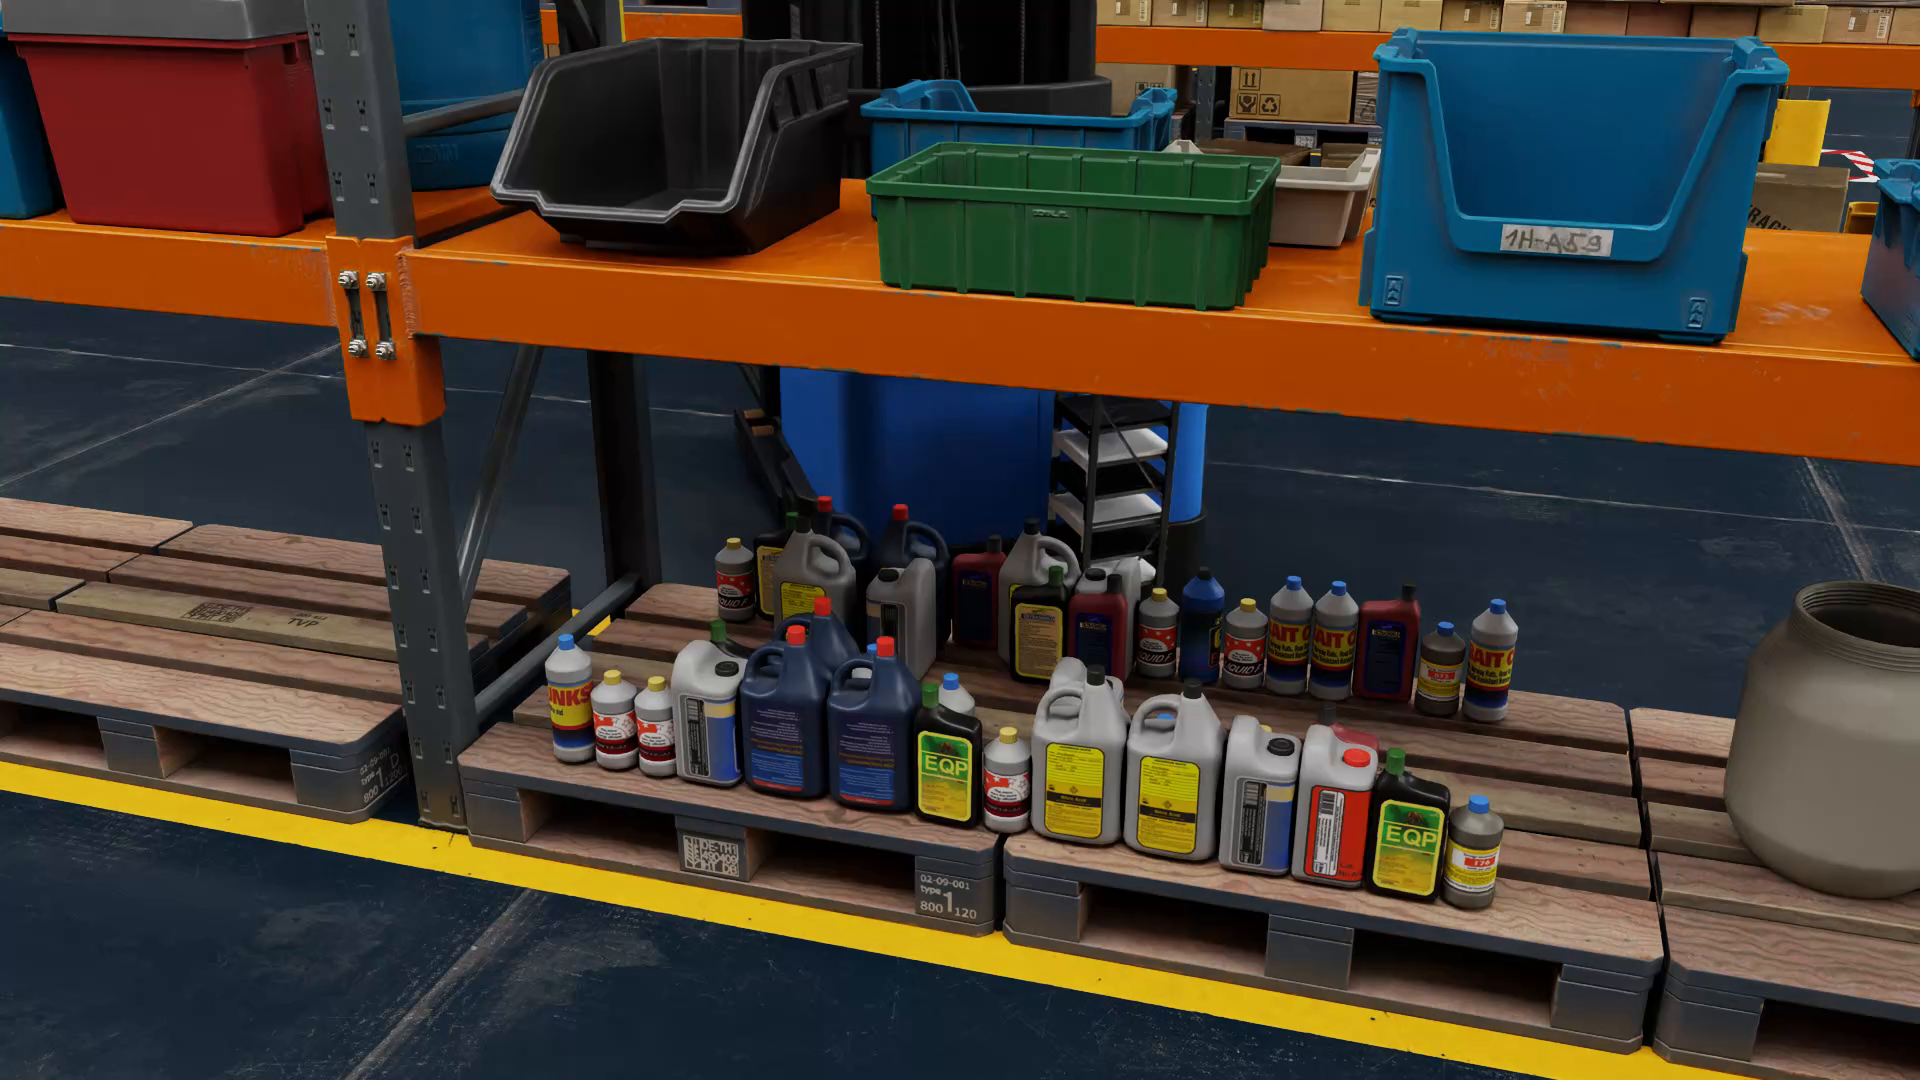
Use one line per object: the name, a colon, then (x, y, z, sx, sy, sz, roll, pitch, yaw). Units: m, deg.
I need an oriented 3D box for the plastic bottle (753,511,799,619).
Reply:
plastic bottle: (-0.448, 0.062, 4.166, 0.133, 0.283, 0.061, 8, 24, 18)

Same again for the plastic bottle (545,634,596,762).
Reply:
plastic bottle: (-0.825, 0.329, 3.531, 0.097, 0.271, 0.097, 0, 22, 0)

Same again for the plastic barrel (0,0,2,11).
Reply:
plastic barrel: (-2.558, -1.252, 4.190, 0.433, 0.535, 0.433, 0, 22, 0)

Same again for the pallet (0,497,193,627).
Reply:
pallet: (-2.938, 0.161, 4.599, 1.213, 0.211, 1.003, 7, 23, 16)

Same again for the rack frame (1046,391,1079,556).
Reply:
rack frame: (0.344, -0.136, 4.374, 0.240, 0.900, 0.006, -9, 29, -21)

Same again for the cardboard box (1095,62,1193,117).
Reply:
cardboard box: (1.336, -3.703, 12.757, 0.750, 0.750, 1.050, 6, 23, 15)

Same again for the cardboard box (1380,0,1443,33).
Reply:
cardboard box: (1.986, -2.315, 7.292, 0.250, 0.149, 0.380, 7, 23, 16)

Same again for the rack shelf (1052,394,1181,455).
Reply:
rack shelf: (0.391, -0.304, 4.185, 0.258, 0.077, 0.200, -9, 29, -21)

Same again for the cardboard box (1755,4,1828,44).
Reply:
cardboard box: (3.431, -2.161, 6.918, 0.250, 0.149, 0.380, 7, 23, 16)

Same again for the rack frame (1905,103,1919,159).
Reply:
rack frame: (4.257, -2.285, 6.888, 0.127, 3.000, 1.000, 7, 23, 16)

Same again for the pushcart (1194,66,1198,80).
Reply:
pushcart: (2.679, -4.277, 15.200, 0.936, 0.377, 1.648, -1, 22, -3)

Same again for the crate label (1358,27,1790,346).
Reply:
crate label: (0.986, -0.605, 2.747, 0.616, 0.435, 0.502, 7, 23, 16)

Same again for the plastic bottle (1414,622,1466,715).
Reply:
plastic bottle: (1.081, 0.282, 3.737, 0.097, 0.201, 0.097, 0, 22, 0)

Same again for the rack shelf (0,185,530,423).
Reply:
rack shelf: (-2.918, -0.810, 4.241, 4.000, 0.370, 1.077, 7, 23, 16)

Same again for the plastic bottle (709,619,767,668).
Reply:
plastic bottle: (-0.477, 0.310, 3.561, 0.133, 0.283, 0.061, 7, 23, 16)

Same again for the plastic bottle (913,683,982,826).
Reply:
plastic bottle: (-0.024, 0.422, 3.287, 0.133, 0.283, 0.061, 8, 23, 18)

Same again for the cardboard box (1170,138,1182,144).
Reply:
cardboard box: (0.799, -1.703, 8.210, 0.500, 0.500, 0.500, 6, 23, 14)

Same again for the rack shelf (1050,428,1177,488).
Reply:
rack shelf: (0.388, -0.224, 4.225, 0.258, 0.077, 0.200, -9, 29, -21)

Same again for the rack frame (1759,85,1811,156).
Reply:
rack frame: (5.786, -4.076, 11.255, 0.127, 3.000, 1.000, 7, 23, 16)

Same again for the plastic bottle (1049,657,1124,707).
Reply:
plastic bottle: (0.256, 0.383, 3.394, 0.135, 0.276, 0.152, 7, 23, 16)

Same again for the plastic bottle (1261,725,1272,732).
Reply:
plastic bottle: (0.593, 0.463, 3.295, 0.097, 0.201, 0.097, 0, 22, 0)

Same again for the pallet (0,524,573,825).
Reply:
pallet: (-1.767, 0.294, 4.275, 1.213, 0.211, 1.003, 7, 23, 16)

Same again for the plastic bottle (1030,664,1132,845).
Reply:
plastic bottle: (0.237, 0.405, 3.242, 0.185, 0.351, 0.144, 6, 23, 15)

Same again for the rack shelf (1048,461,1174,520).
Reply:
rack shelf: (0.385, -0.144, 4.266, 0.258, 0.077, 0.200, -9, 29, -21)

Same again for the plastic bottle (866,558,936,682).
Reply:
plastic bottle: (-0.139, 0.176, 3.898, 0.135, 0.276, 0.152, 7, 23, 16)

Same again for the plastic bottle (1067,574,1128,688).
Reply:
plastic bottle: (0.314, 0.209, 3.806, 0.133, 0.283, 0.061, 7, 23, 16)

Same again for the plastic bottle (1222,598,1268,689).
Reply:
plastic bottle: (0.662, 0.234, 3.854, 0.097, 0.201, 0.097, 0, 22, 0)

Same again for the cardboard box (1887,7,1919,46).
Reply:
cardboard box: (3.924, -2.125, 6.829, 0.250, 0.149, 0.380, 7, 23, 16)

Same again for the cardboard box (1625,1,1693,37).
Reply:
cardboard box: (2.969, -2.237, 7.102, 0.250, 0.149, 0.380, 7, 23, 16)

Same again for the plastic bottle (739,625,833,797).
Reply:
plastic bottle: (-0.351, 0.337, 3.406, 0.185, 0.351, 0.144, 7, 23, 17)

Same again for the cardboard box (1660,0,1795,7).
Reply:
cardboard box: (3.225, -2.550, 7.012, 0.500, 0.500, 0.875, 7, 23, 16)

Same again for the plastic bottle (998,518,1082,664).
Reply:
plastic bottle: (0.189, 0.120, 3.935, 0.185, 0.351, 0.144, 6, 23, 15)

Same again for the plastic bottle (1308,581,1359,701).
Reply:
plastic bottle: (0.852, 0.224, 3.788, 0.097, 0.271, 0.097, 0, 22, 0)

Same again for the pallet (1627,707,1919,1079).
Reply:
pallet: (1.963, 0.722, 3.231, 1.213, 0.211, 1.003, 7, 23, 16)

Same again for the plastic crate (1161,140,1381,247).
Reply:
plastic crate: (0.624, -0.716, 3.411, 0.437, 0.136, 0.530, 7, 23, 16)

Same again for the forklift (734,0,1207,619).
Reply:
forklift: (-0.191, -1.626, 5.371, 1.130, 2.935, 3.031, -6, 23, -14)

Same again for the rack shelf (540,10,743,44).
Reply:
rack shelf: (-1.488, -2.610, 8.628, 4.000, 0.370, 1.077, 7, 23, 16)

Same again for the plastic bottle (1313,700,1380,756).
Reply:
plastic bottle: (0.738, 0.449, 3.222, 0.133, 0.283, 0.061, 7, 23, 16)

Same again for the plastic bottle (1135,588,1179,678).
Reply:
plastic bottle: (0.465, 0.212, 3.909, 0.097, 0.201, 0.097, 0, 22, 0)

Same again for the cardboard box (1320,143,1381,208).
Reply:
cardboard box: (1.966, -1.603, 7.967, 0.500, 0.500, 0.500, 4, 23, 11)

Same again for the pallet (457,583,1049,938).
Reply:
pallet: (-0.373, 0.455, 3.883, 1.213, 0.211, 1.003, 7, 23, 16)

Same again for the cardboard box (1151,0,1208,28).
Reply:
cardboard box: (1.029, -2.425, 7.560, 0.250, 0.149, 0.380, 7, 23, 16)

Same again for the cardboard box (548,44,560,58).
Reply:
cardboard box: (-3.074, -4.026, 13.874, 0.500, 0.500, 0.500, 8, 23, 18)

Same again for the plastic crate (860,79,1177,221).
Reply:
plastic crate: (0.135, -0.833, 3.543, 0.616, 0.251, 0.499, 7, 23, 16)

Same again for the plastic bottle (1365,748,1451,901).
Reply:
plastic bottle: (0.824, 0.519, 3.051, 0.133, 0.283, 0.061, 7, 23, 17)

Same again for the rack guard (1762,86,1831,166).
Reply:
rack guard: (5.809, -2.917, 11.723, 0.348, 0.500, 1.175, 7, 23, 16)

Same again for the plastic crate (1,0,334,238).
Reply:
plastic crate: (-1.555, -0.896, 3.416, 0.583, 0.464, 0.402, 7, 23, 16)

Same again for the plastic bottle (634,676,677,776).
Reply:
plastic bottle: (-0.630, 0.384, 3.490, 0.097, 0.201, 0.097, 0, 22, 0)

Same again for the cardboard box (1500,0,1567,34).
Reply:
cardboard box: (2.458, -2.251, 7.137, 0.250, 0.149, 0.380, 7, 23, 16)

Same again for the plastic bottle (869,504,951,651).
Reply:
plastic bottle: (-0.120, 0.085, 4.021, 0.185, 0.351, 0.144, 5, 23, 13)

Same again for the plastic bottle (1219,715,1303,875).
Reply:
plastic bottle: (0.575, 0.476, 3.166, 0.135, 0.276, 0.152, 6, 23, 14)

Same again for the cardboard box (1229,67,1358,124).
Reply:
cardboard box: (2.539, -3.632, 12.417, 0.875, 0.875, 0.875, 7, 23, 16)

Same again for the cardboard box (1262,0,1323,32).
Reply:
cardboard box: (1.499, -2.359, 7.399, 0.250, 0.149, 0.380, 7, 23, 16)

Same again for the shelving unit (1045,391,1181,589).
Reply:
shelving unit: (0.384, -0.093, 4.291, 0.258, 0.900, 0.210, -9, 29, -21)

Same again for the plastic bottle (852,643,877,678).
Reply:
plastic bottle: (-0.177, 0.346, 3.489, 0.097, 0.271, 0.097, 0, 22, 0)
